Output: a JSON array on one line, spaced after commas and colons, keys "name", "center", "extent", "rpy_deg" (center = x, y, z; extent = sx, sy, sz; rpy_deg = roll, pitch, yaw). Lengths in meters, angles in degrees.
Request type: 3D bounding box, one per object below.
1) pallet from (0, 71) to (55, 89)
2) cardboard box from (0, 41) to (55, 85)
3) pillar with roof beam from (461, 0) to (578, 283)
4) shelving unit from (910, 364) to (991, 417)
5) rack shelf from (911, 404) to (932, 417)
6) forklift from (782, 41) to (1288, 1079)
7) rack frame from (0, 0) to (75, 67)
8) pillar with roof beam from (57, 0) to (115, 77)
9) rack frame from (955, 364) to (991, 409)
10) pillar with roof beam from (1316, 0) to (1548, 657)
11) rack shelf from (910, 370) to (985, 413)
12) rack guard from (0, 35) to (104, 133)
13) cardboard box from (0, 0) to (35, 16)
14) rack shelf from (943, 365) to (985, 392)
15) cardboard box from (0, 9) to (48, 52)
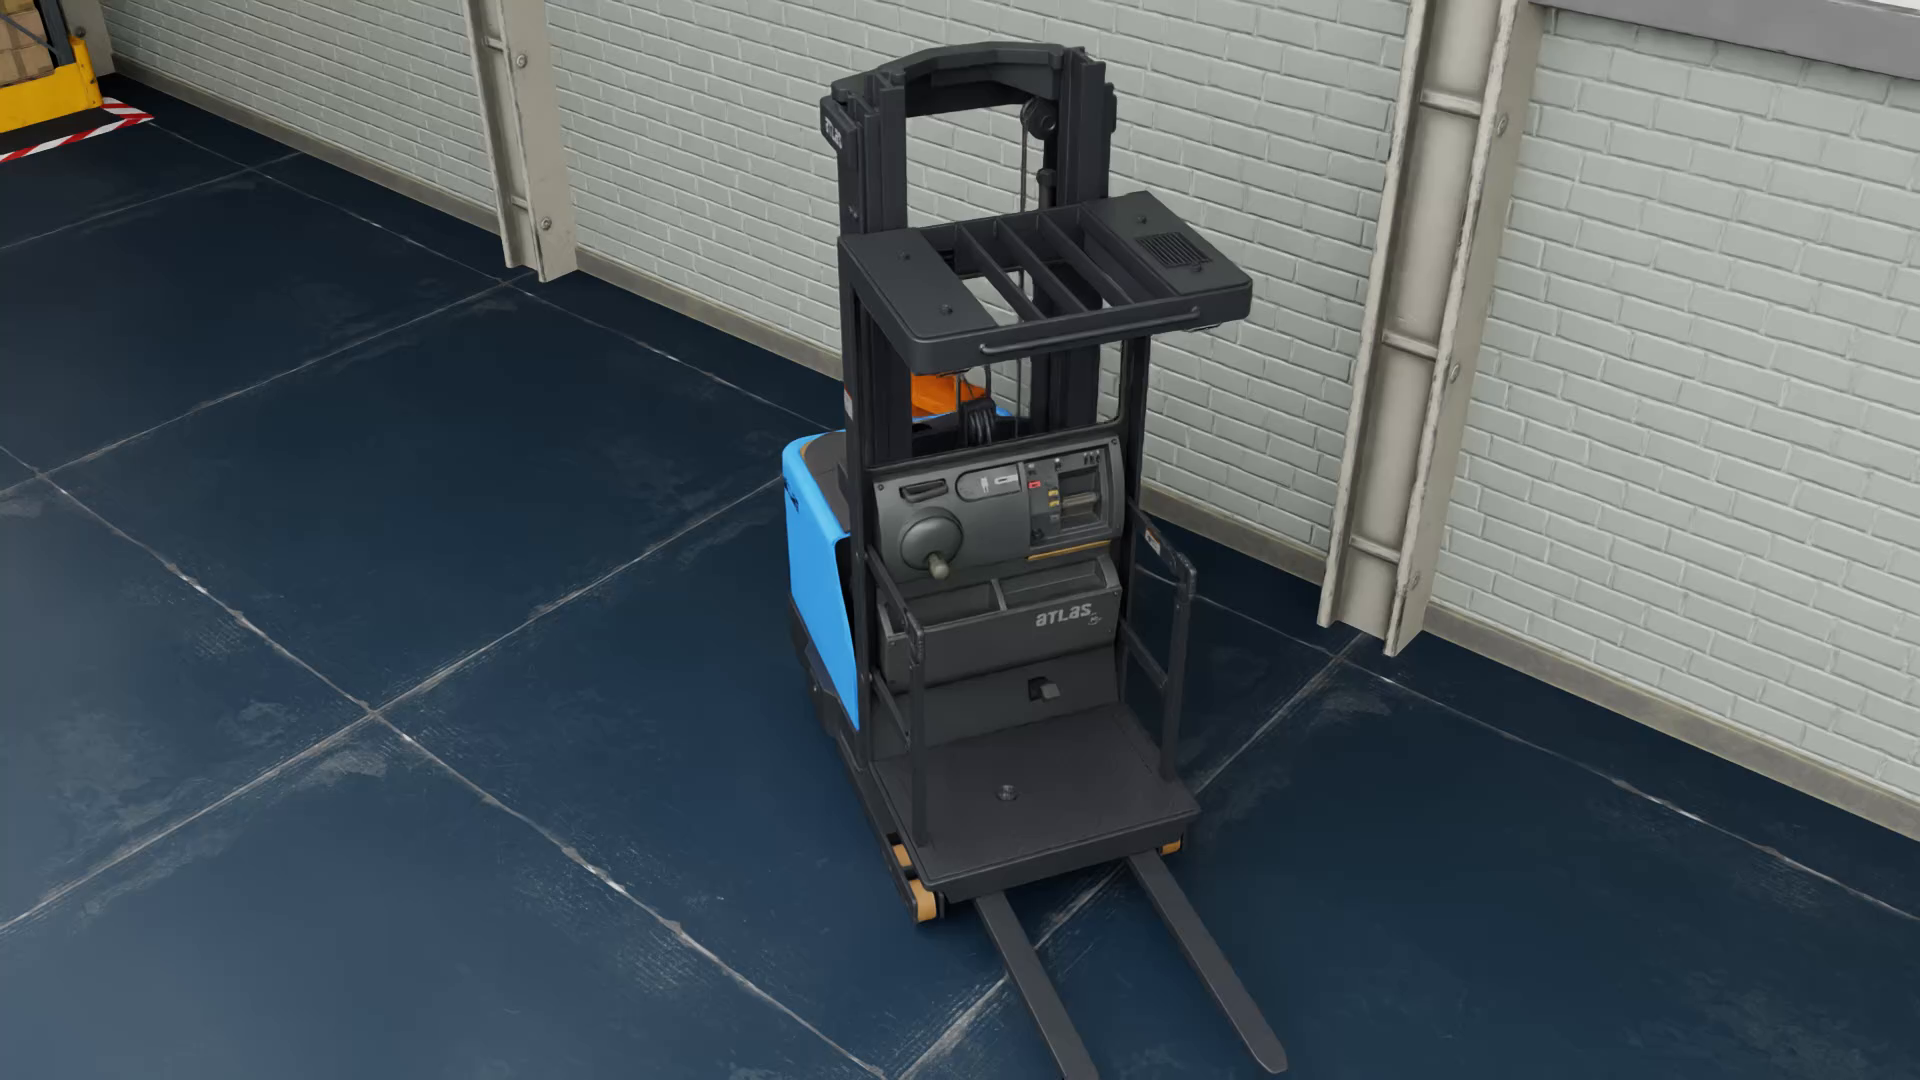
[{"name": "pallet", "center": [-7.983, -3.658, 13.390], "extent": [1.213, 0.211, 1.003], "rpy_deg": [25, 42, 32]}, {"name": "cardboard box", "center": [-7.620, -3.851, 13.266], "extent": [0.500, 0.250, 0.500], "rpy_deg": [25, 42, 32]}, {"name": "pillar with roof beam", "center": [-5.470, -3.619, 5.571], "extent": [0.400, 9.000, 9.100], "rpy_deg": [25, 42, 32]}, {"name": "shelving unit", "center": [-0.127, -0.555, 7.998], "extent": [0.503, 1.200, 0.258], "rpy_deg": [25, 42, 32]}, {"name": "rack shelf", "center": [-0.127, -0.499, 8.036], "extent": [0.480, 0.148, 0.258], "rpy_deg": [25, 42, 32]}, {"name": "forklift", "center": [0.225, -0.055, 5.742], "extent": [1.130, 2.935, 3.031], "rpy_deg": [-12, 36, -17]}, {"name": "rack frame", "center": [-7.368, -4.548, 12.223], "extent": [0.127, 3.000, 1.000], "rpy_deg": [25, 42, 32]}, {"name": "pillar with roof beam", "center": [-10.081, -5.793, 8.736], "extent": [0.400, 9.000, 9.100], "rpy_deg": [25, 42, 32]}, {"name": "rack frame", "center": [0.060, -0.466, 7.869], "extent": [0.015, 1.200, 0.240], "rpy_deg": [25, 42, 32]}, {"name": "pillar with roof beam", "center": [-0.859, -1.446, 2.407], "extent": [0.400, 9.000, 9.100], "rpy_deg": [25, 42, 32]}, {"name": "rack shelf", "center": [-0.127, -0.683, 7.909], "extent": [0.480, 0.148, 0.258], "rpy_deg": [25, 42, 32]}, {"name": "rack guard", "center": [-7.350, -3.509, 12.918], "extent": [0.348, 0.500, 1.175], "rpy_deg": [25, 42, 32]}, {"name": "cardboard box", "center": [-7.616, -4.257, 12.973], "extent": [0.500, 0.250, 0.500], "rpy_deg": [25, 41, 31]}, {"name": "rack shelf", "center": [-0.127, -0.878, 7.775], "extent": [0.480, 0.148, 0.258], "rpy_deg": [25, 42, 32]}, {"name": "cardboard box", "center": [-7.597, -4.055, 13.121], "extent": [0.500, 0.250, 0.500], "rpy_deg": [26, 42, 33]}]
